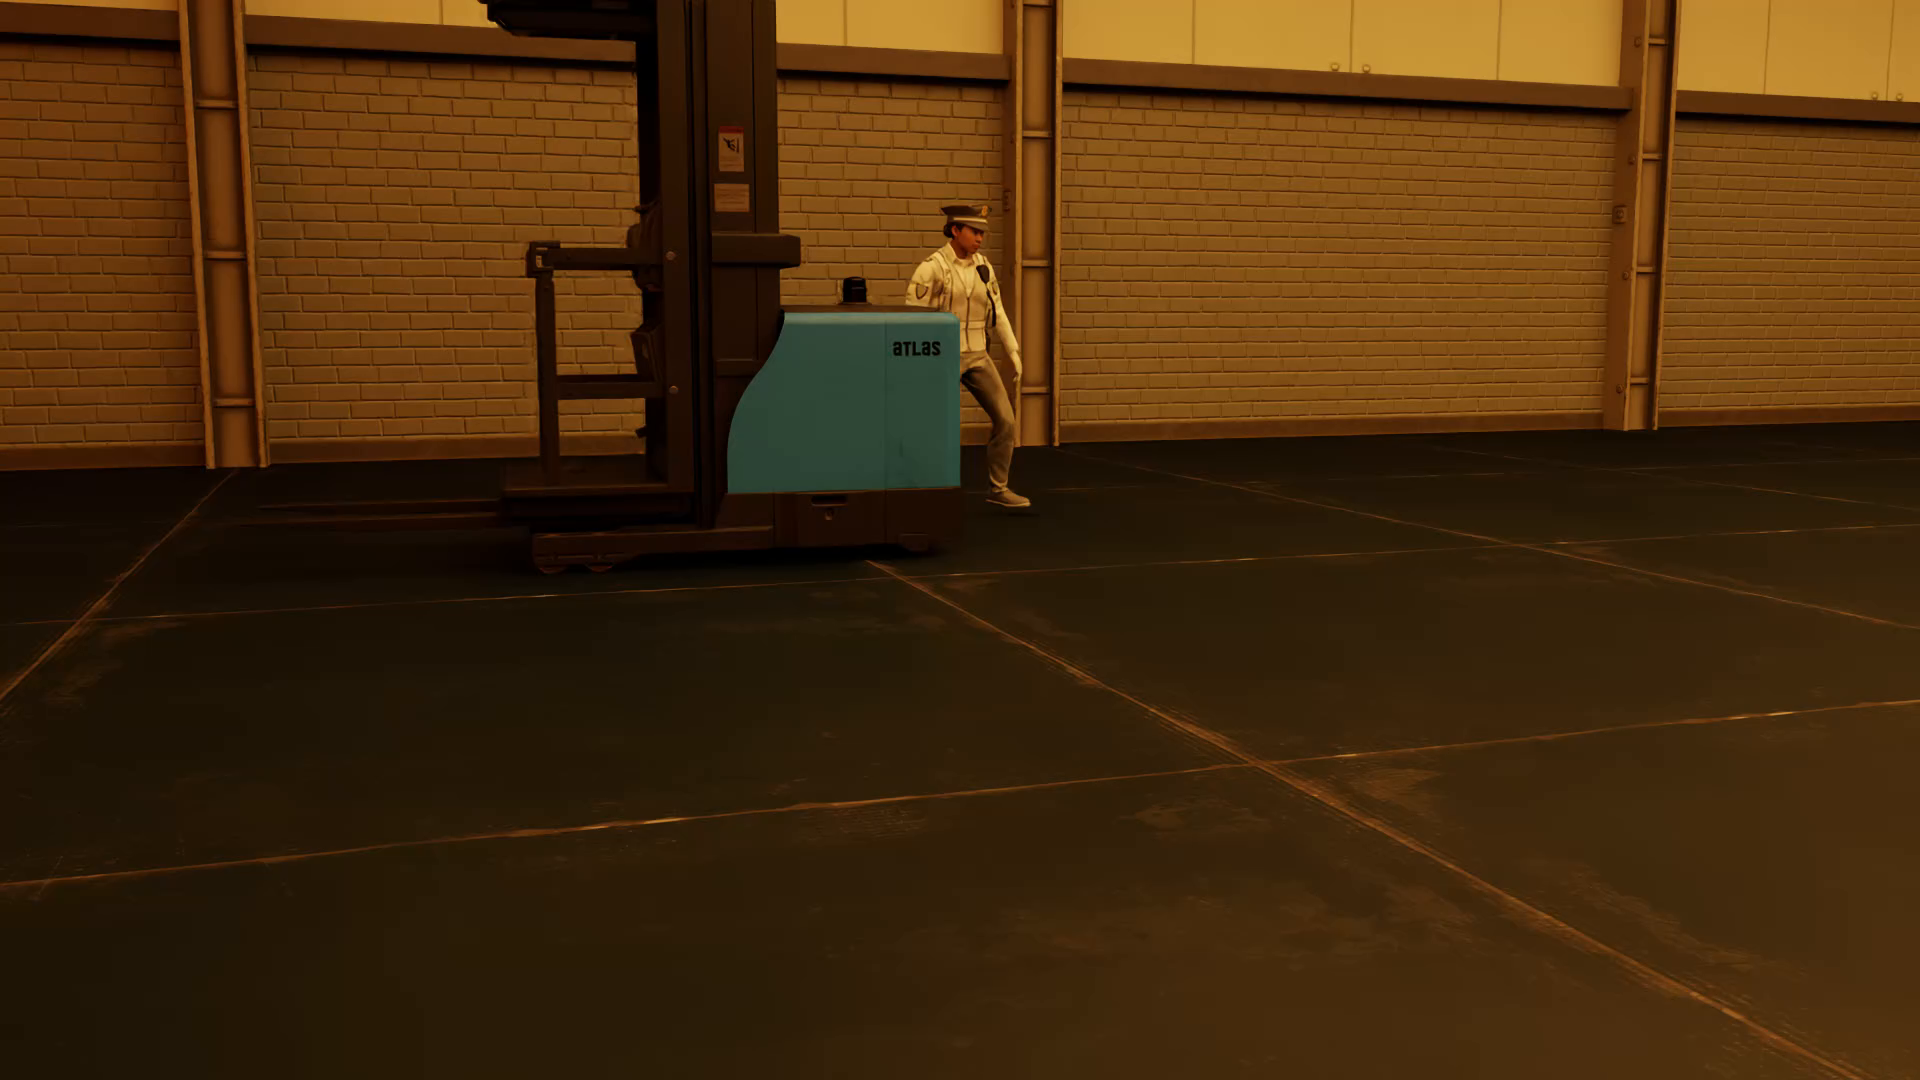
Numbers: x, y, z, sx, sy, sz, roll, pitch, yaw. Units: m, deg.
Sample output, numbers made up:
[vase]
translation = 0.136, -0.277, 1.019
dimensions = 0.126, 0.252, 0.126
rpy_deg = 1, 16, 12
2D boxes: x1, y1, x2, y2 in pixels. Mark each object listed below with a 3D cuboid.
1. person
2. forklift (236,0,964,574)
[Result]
[person]
translation = 0.011, -0.937, 8.747
dimensions = 0.696, 1.640, 0.380
rpy_deg = -5, 9, -34
[forklift]
translation = -1.559, -1.392, 7.281
dimensions = 3.031, 2.935, 1.130
rpy_deg = -2, 8, -15
